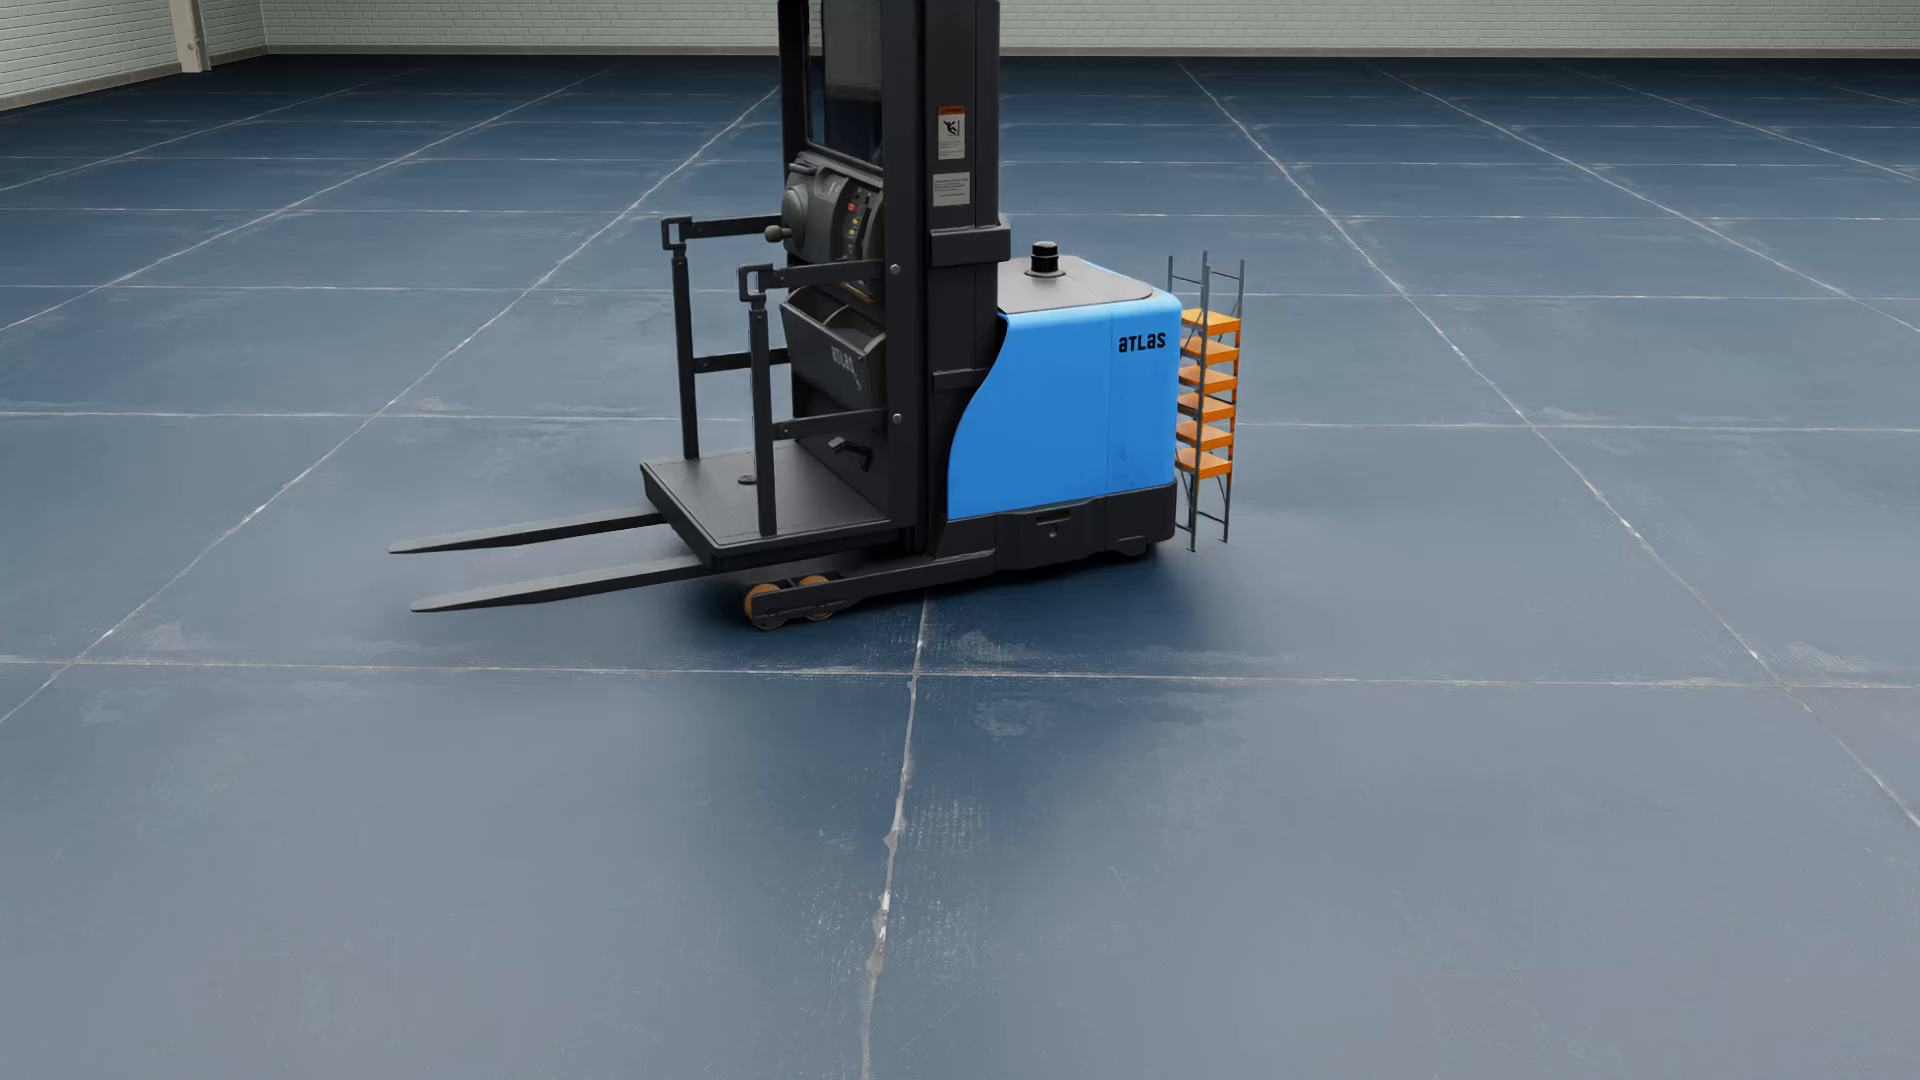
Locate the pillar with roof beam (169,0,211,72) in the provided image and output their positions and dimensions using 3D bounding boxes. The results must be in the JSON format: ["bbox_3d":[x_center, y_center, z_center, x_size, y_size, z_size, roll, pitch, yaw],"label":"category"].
[{"bbox_3d":[-7.523,-11.407,23.988,9.100,9.000,0.400,1,21,2],"label":"pillar with roof beam"}]

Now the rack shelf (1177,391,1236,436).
[{"bbox_3d":[0.980,-0.523,6.840,0.180,0.103,0.258,-13,25,-31],"label":"rack shelf"}]

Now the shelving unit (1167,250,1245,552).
[{"bbox_3d":[0.980,-0.564,6.824,0.189,1.200,0.258,-13,25,-31],"label":"shelving unit"}]

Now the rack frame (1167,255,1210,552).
[{"bbox_3d":[0.904,-0.546,6.777,0.006,1.200,0.240,-13,25,-31],"label":"rack frame"}]

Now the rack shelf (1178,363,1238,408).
[{"bbox_3d":[0.980,-0.634,6.797,0.180,0.103,0.258,-13,25,-31],"label":"rack shelf"}]

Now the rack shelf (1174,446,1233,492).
[{"bbox_3d":[0.980,-0.299,6.927,0.180,0.103,0.258,-13,25,-31],"label":"rack shelf"}]

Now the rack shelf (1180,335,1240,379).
[{"bbox_3d":[0.980,-0.746,6.753,0.180,0.103,0.258,-13,25,-31],"label":"rack shelf"}]

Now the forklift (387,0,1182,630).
[{"bbox_3d":[-0.667,-1.250,6.198,3.031,2.935,1.130,-10,23,-24],"label":"forklift"}]

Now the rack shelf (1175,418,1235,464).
[{"bbox_3d":[0.980,-0.411,6.883,0.180,0.103,0.258,-13,25,-31],"label":"rack shelf"}]

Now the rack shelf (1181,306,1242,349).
[{"bbox_3d":[0.980,-0.858,6.710,0.180,0.103,0.258,-13,25,-31],"label":"rack shelf"}]

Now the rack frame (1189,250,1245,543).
[{"bbox_3d":[1.057,-0.582,6.871,0.006,1.200,0.240,-13,25,-31],"label":"rack frame"}]
